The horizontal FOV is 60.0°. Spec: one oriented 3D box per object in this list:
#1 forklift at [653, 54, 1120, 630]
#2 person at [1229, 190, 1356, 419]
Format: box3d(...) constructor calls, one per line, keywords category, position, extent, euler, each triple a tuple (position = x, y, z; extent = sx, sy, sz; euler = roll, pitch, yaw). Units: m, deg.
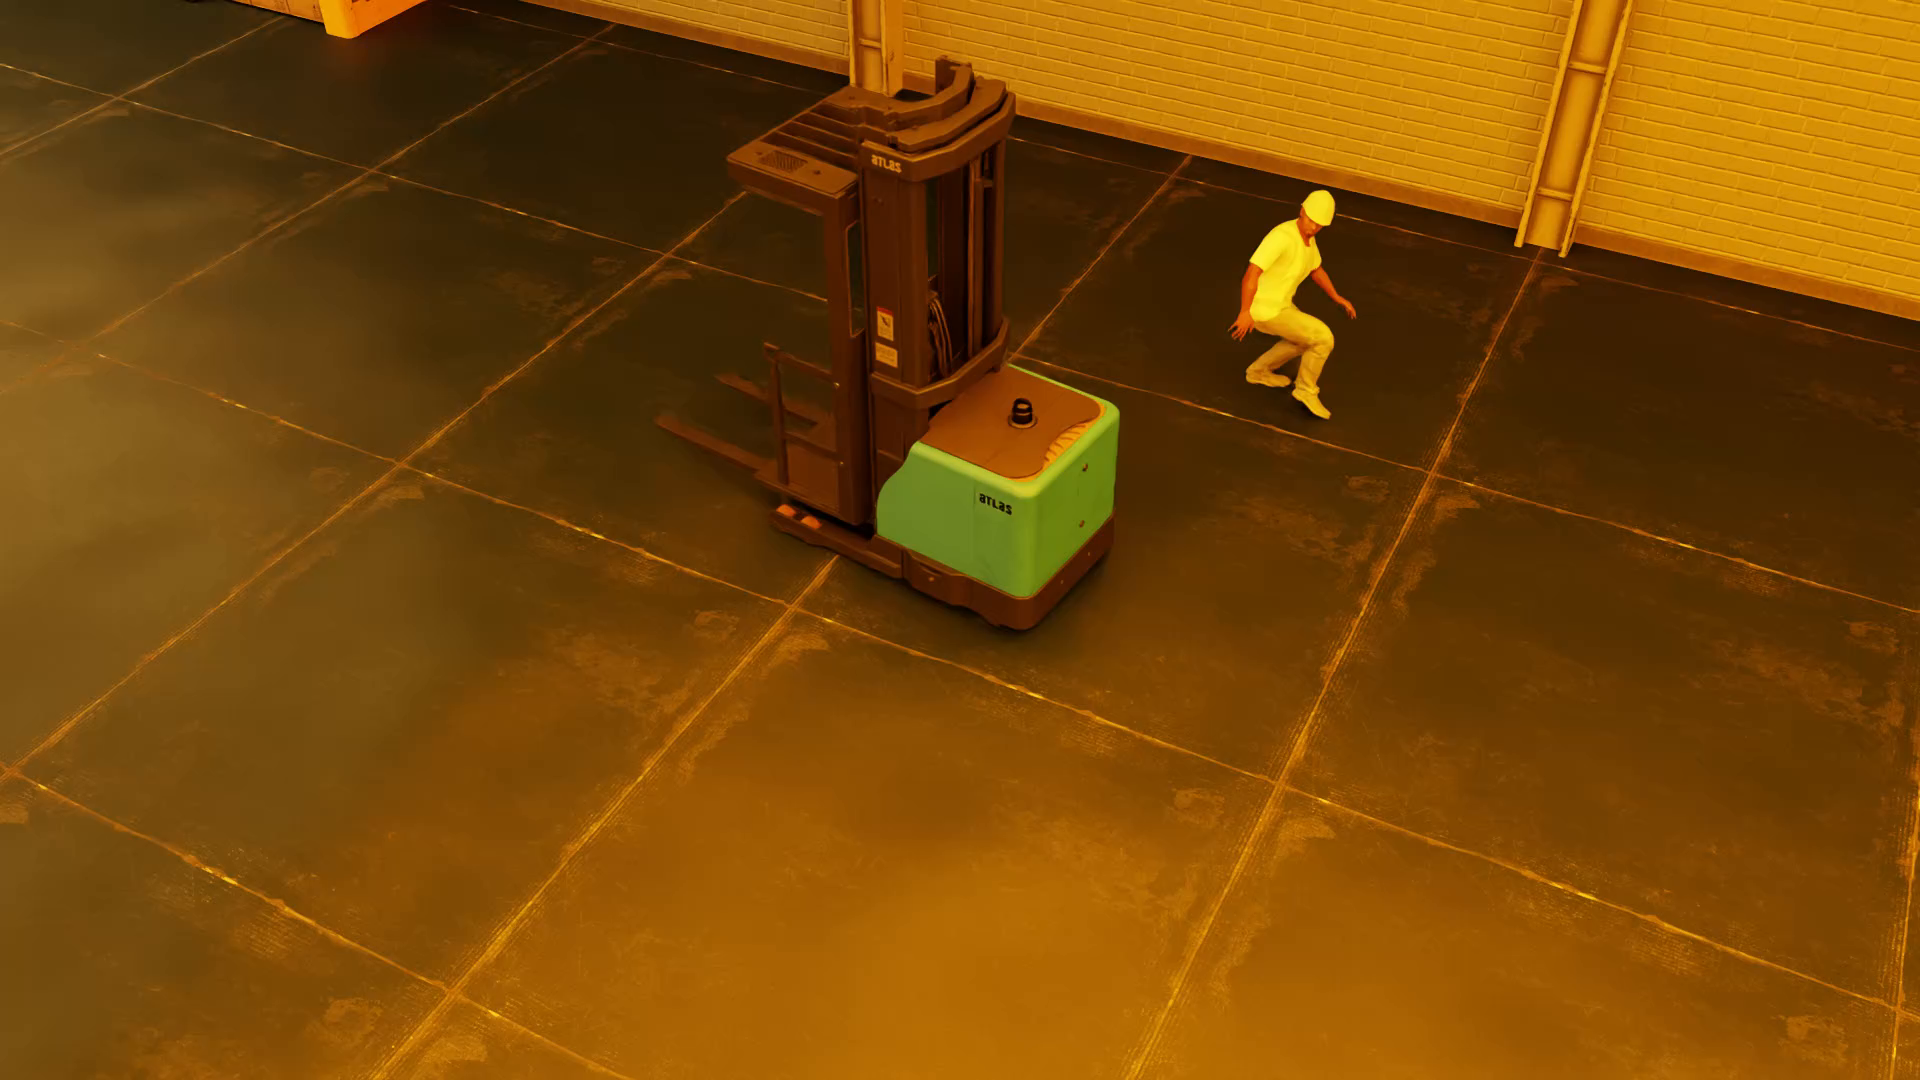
box3d(category="forklift", position=(-0.572, -1.355, 9.595), extent=(3.031, 2.935, 1.130), euler=(24, 46, 26))
box3d(category="person", position=(2.208, -1.528, 10.903), extent=(0.774, 1.544, 0.810), euler=(11, 41, 13))
